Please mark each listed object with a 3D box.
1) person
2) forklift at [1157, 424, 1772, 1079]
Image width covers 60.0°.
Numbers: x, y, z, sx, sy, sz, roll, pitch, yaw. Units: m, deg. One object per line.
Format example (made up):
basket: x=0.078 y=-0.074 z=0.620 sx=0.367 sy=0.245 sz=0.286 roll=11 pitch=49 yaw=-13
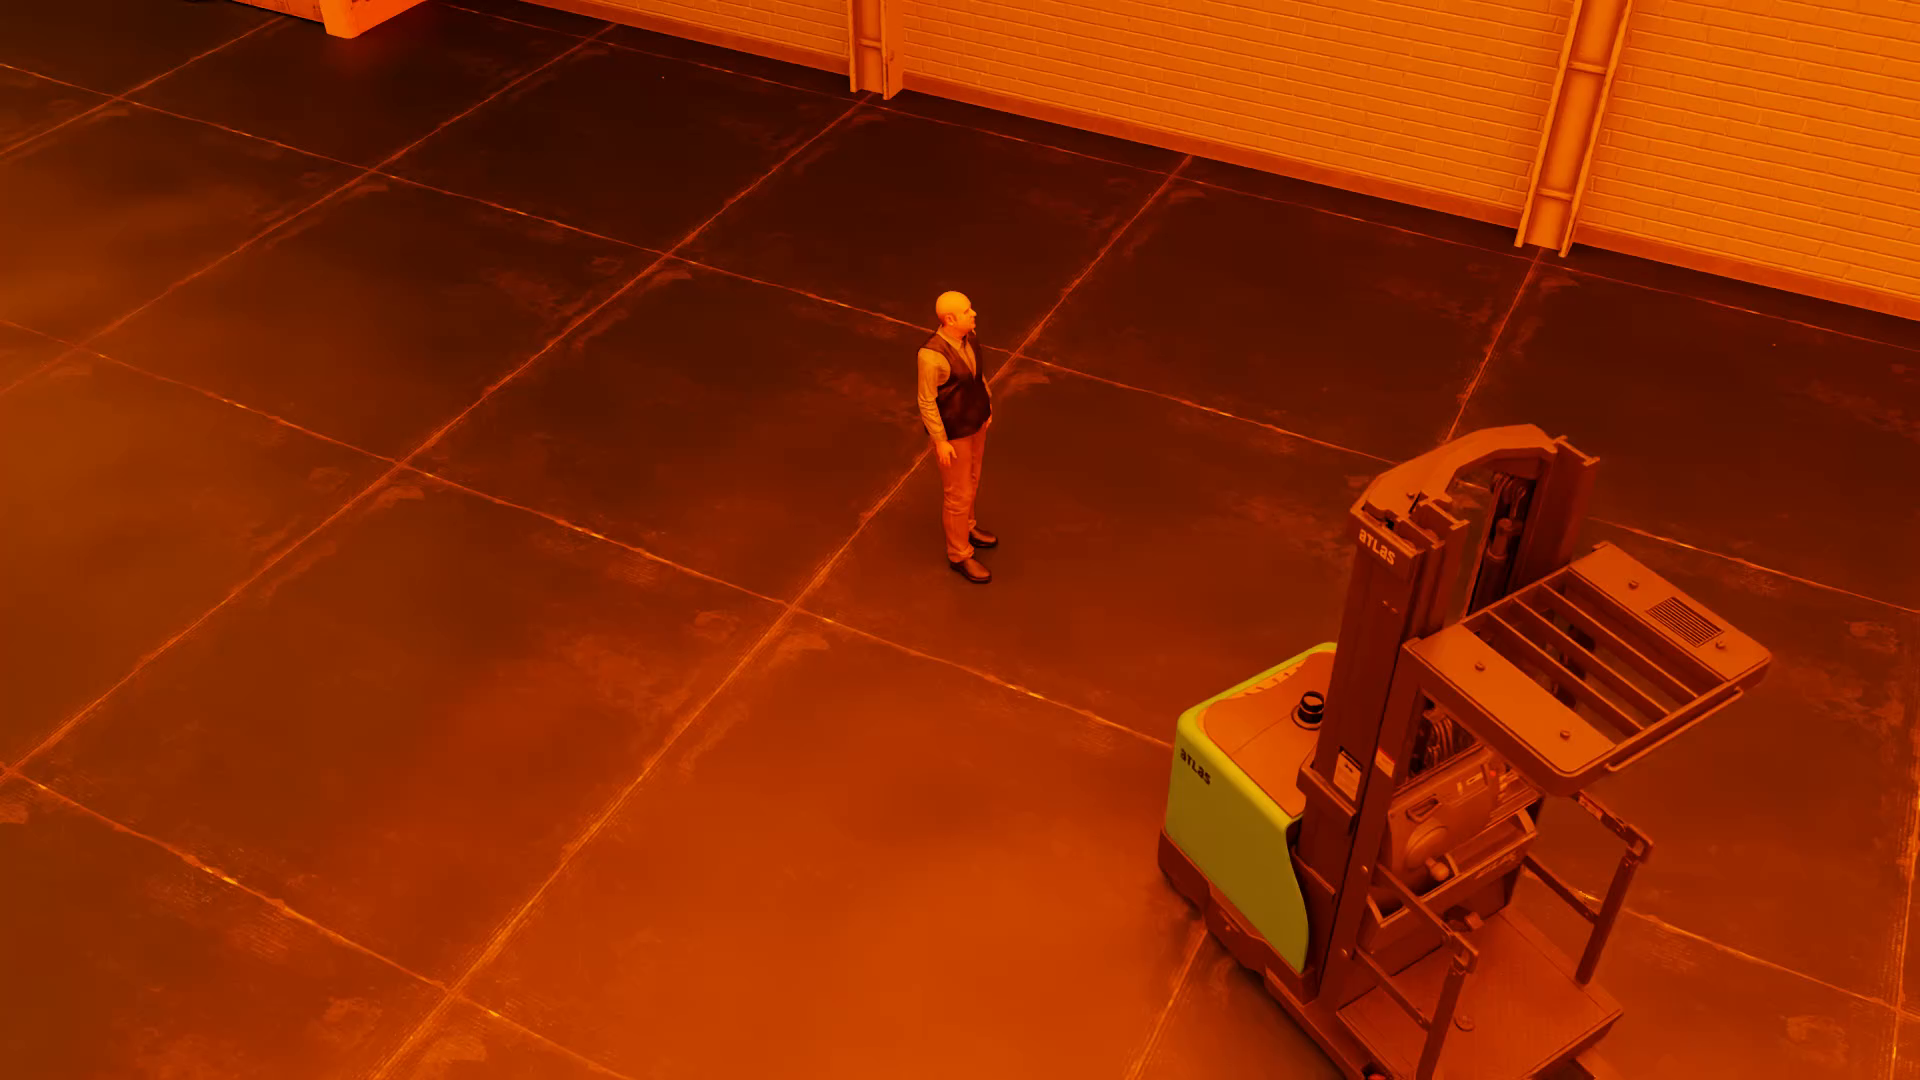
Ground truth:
person: x=0.057 y=-0.640 z=9.674 sx=0.557 sy=1.722 sz=0.633 roll=18 pitch=43 yaw=21
forklift: x=2.201 y=1.136 z=6.637 sx=1.130 sy=2.935 sz=3.031 roll=-22 pitch=45 yaw=-24
